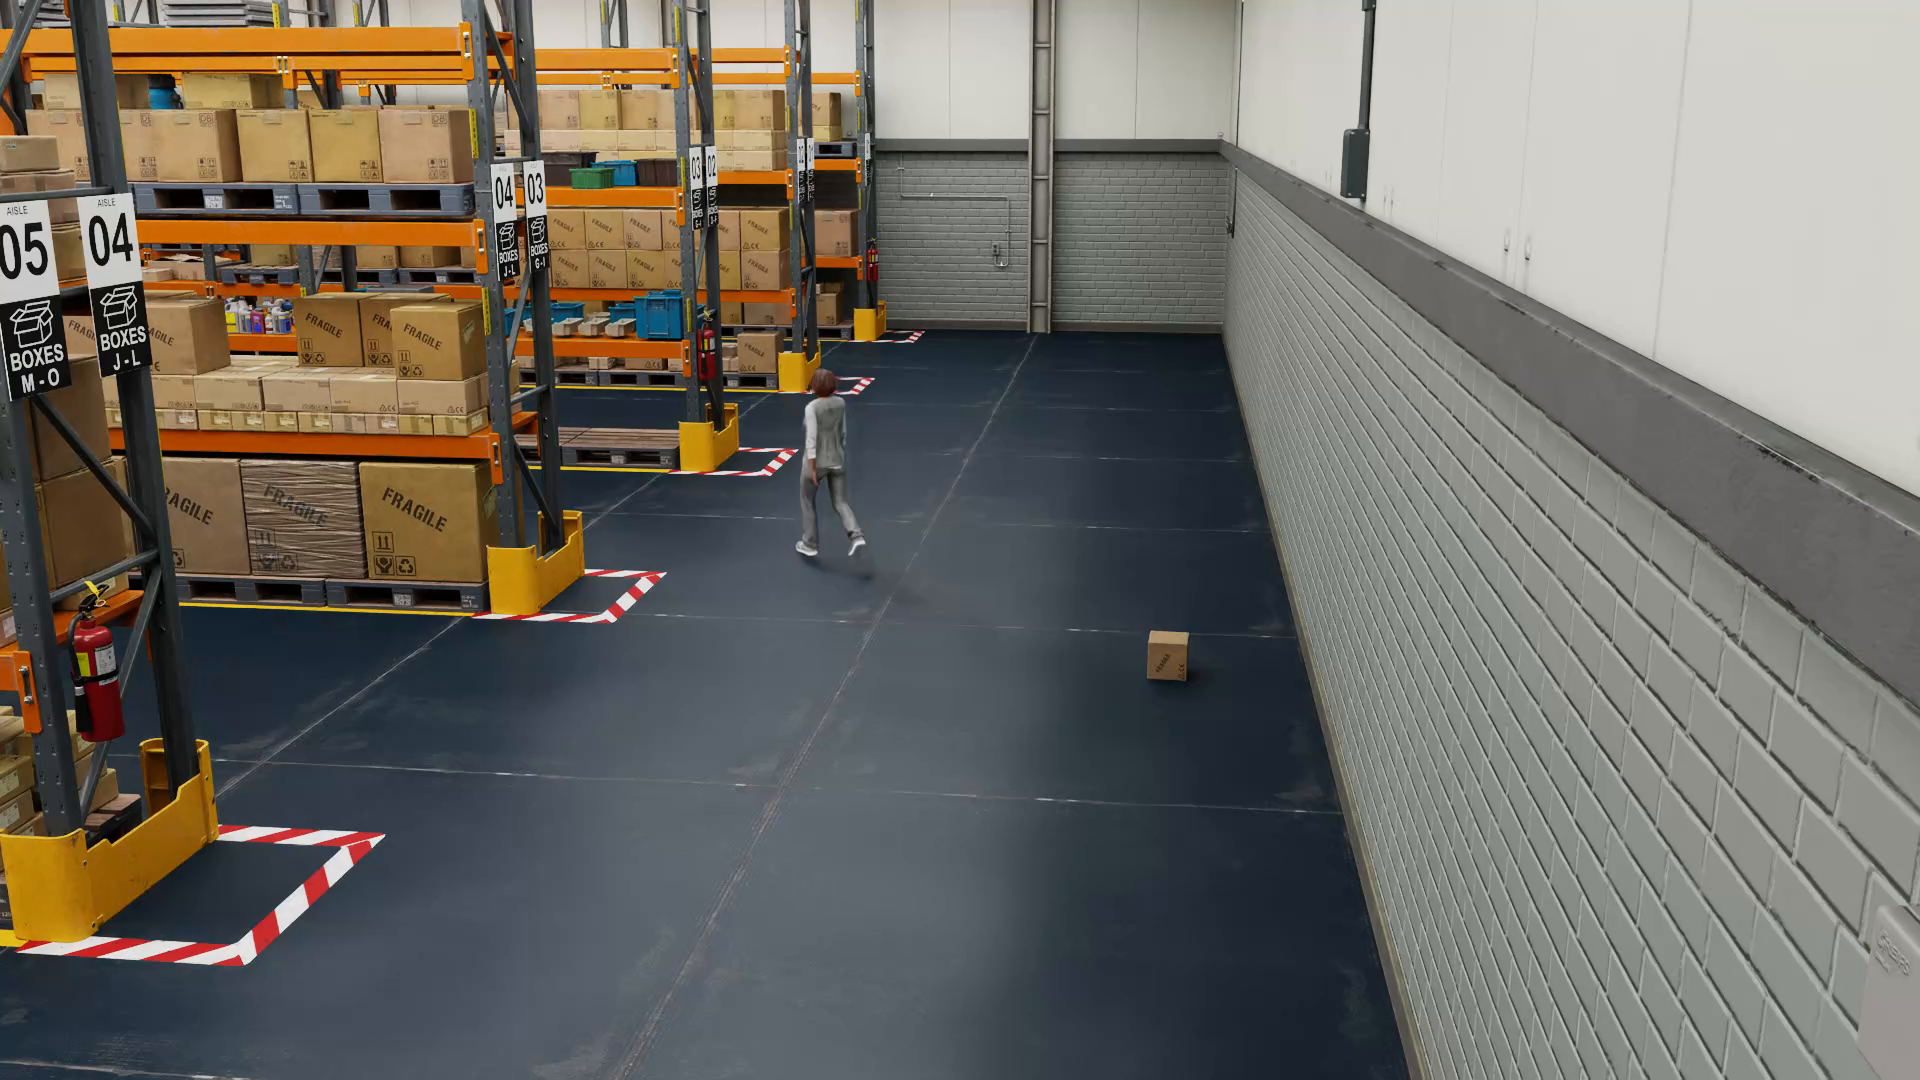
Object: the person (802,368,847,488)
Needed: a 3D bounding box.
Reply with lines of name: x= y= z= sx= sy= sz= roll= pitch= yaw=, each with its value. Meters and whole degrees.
person: x=-1.085 y=-0.909 z=13.255 sx=0.407 sy=0.936 sz=0.320 roll=-9 pitch=17 yaw=-32
